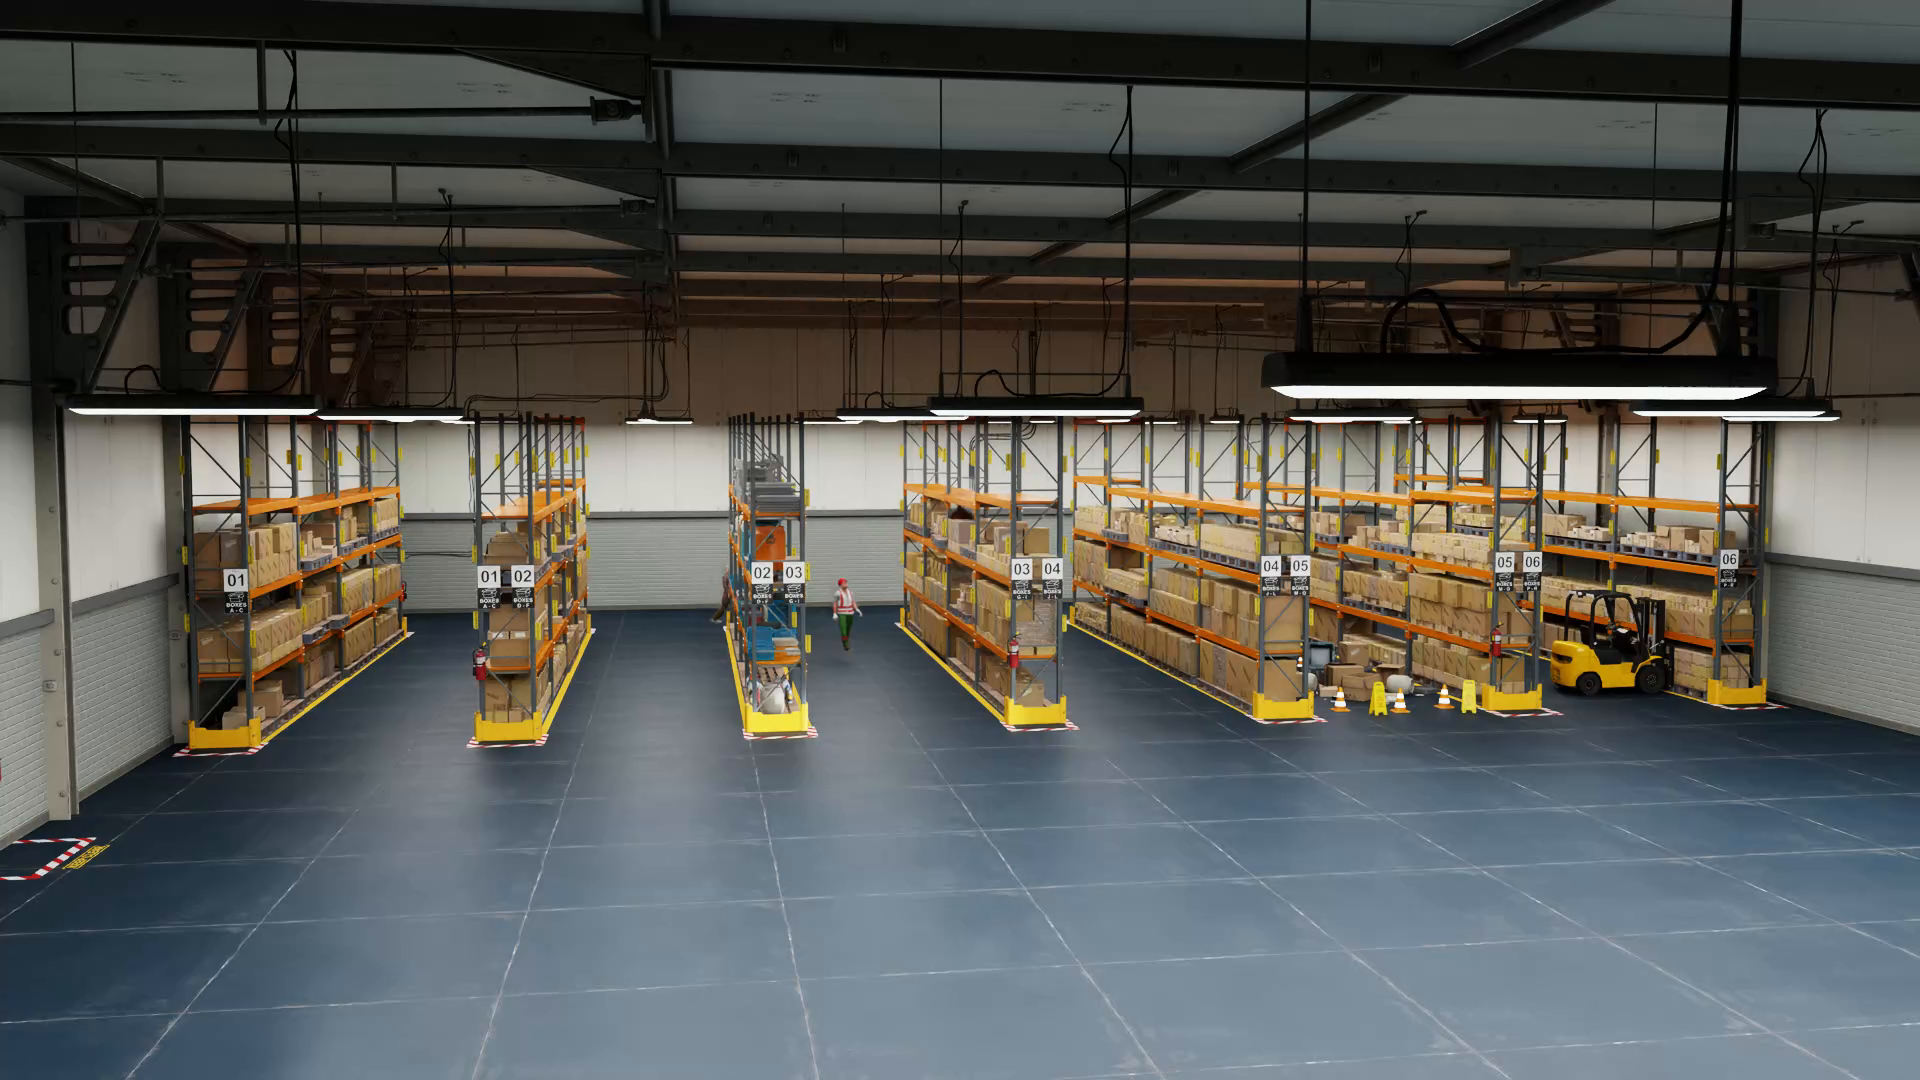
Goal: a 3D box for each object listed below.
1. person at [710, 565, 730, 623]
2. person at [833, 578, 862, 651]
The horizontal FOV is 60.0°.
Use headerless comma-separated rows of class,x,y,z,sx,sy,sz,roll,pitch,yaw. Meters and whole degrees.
person,-6.656,1.636,48.182,1.123,1.645,0.690,1,4,9
person,-2.757,1.811,40.606,0.676,1.743,1.029,-1,4,-19
